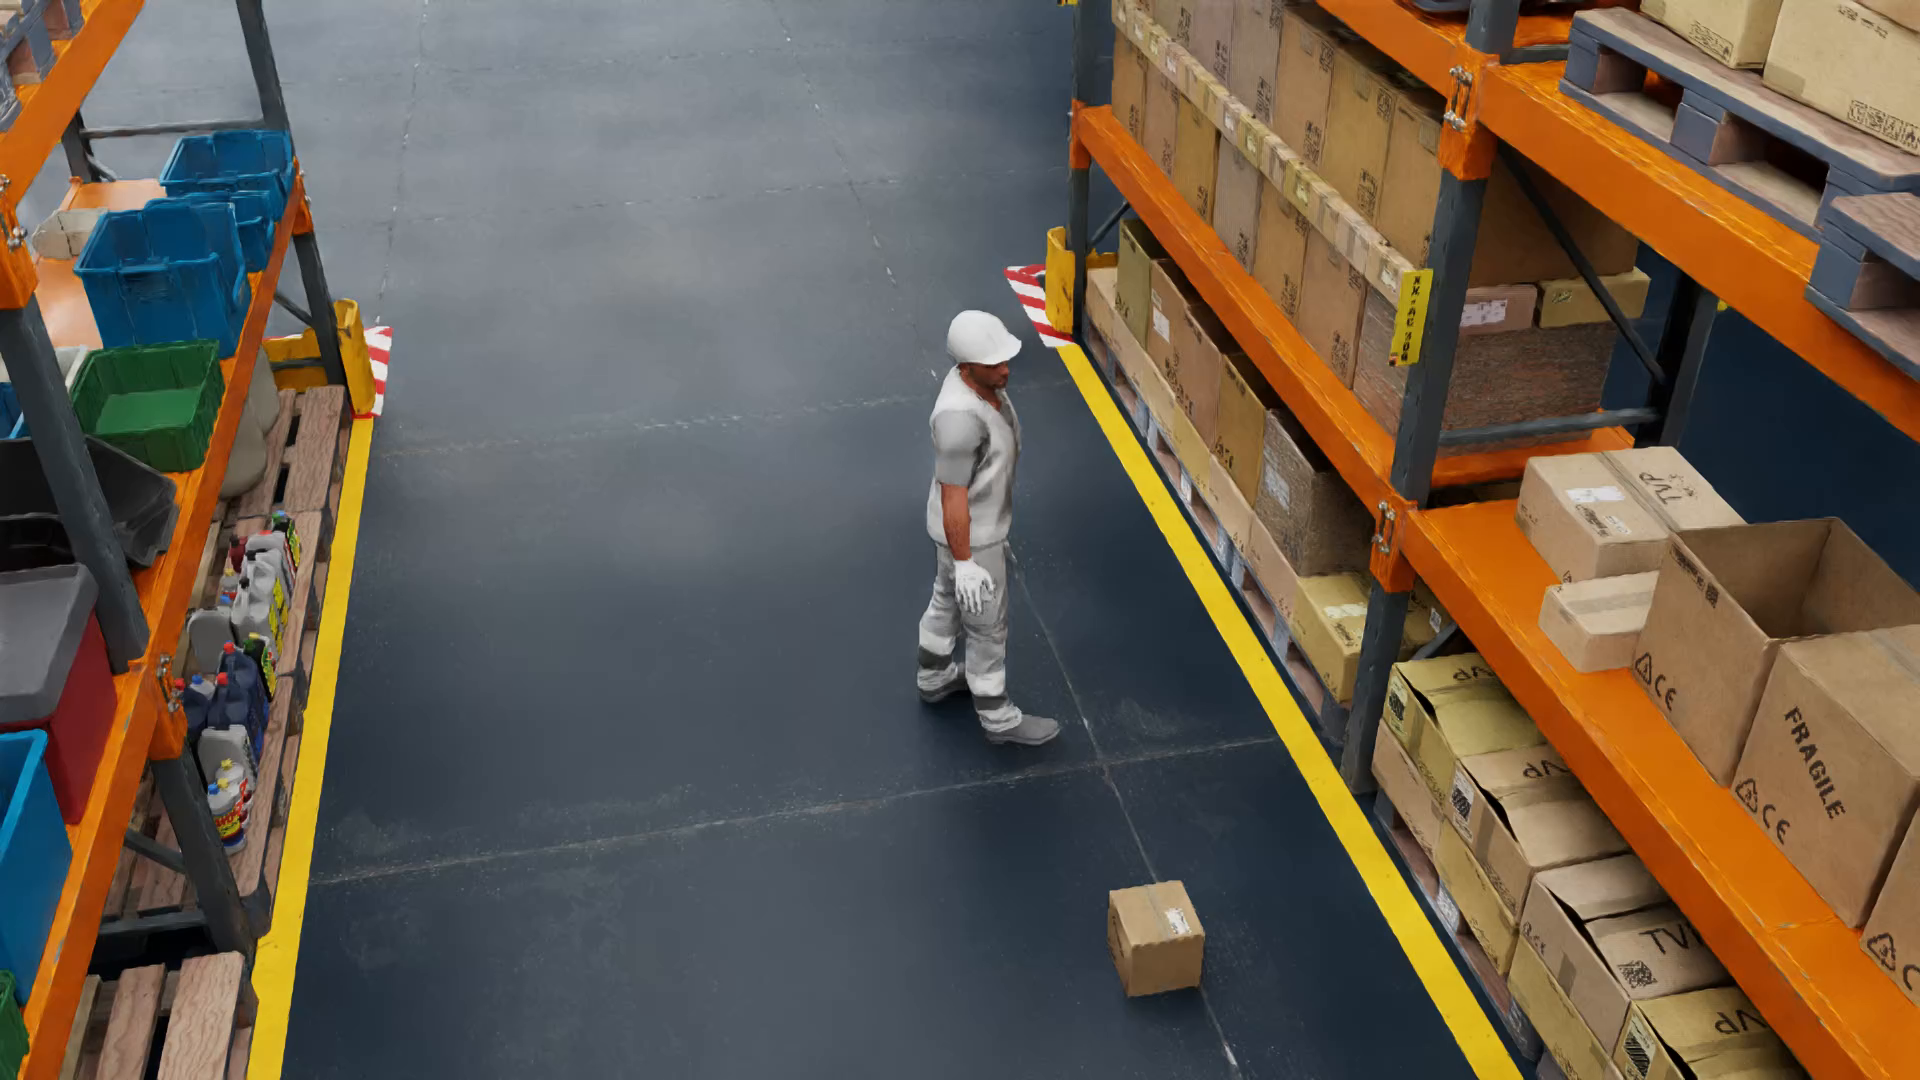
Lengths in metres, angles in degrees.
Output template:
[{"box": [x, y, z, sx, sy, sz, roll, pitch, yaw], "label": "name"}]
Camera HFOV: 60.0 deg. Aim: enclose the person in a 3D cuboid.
[{"box": [0.109, -0.024, 6.114, 0.586, 1.787, 0.682, 2, 34, 3], "label": "person"}]
